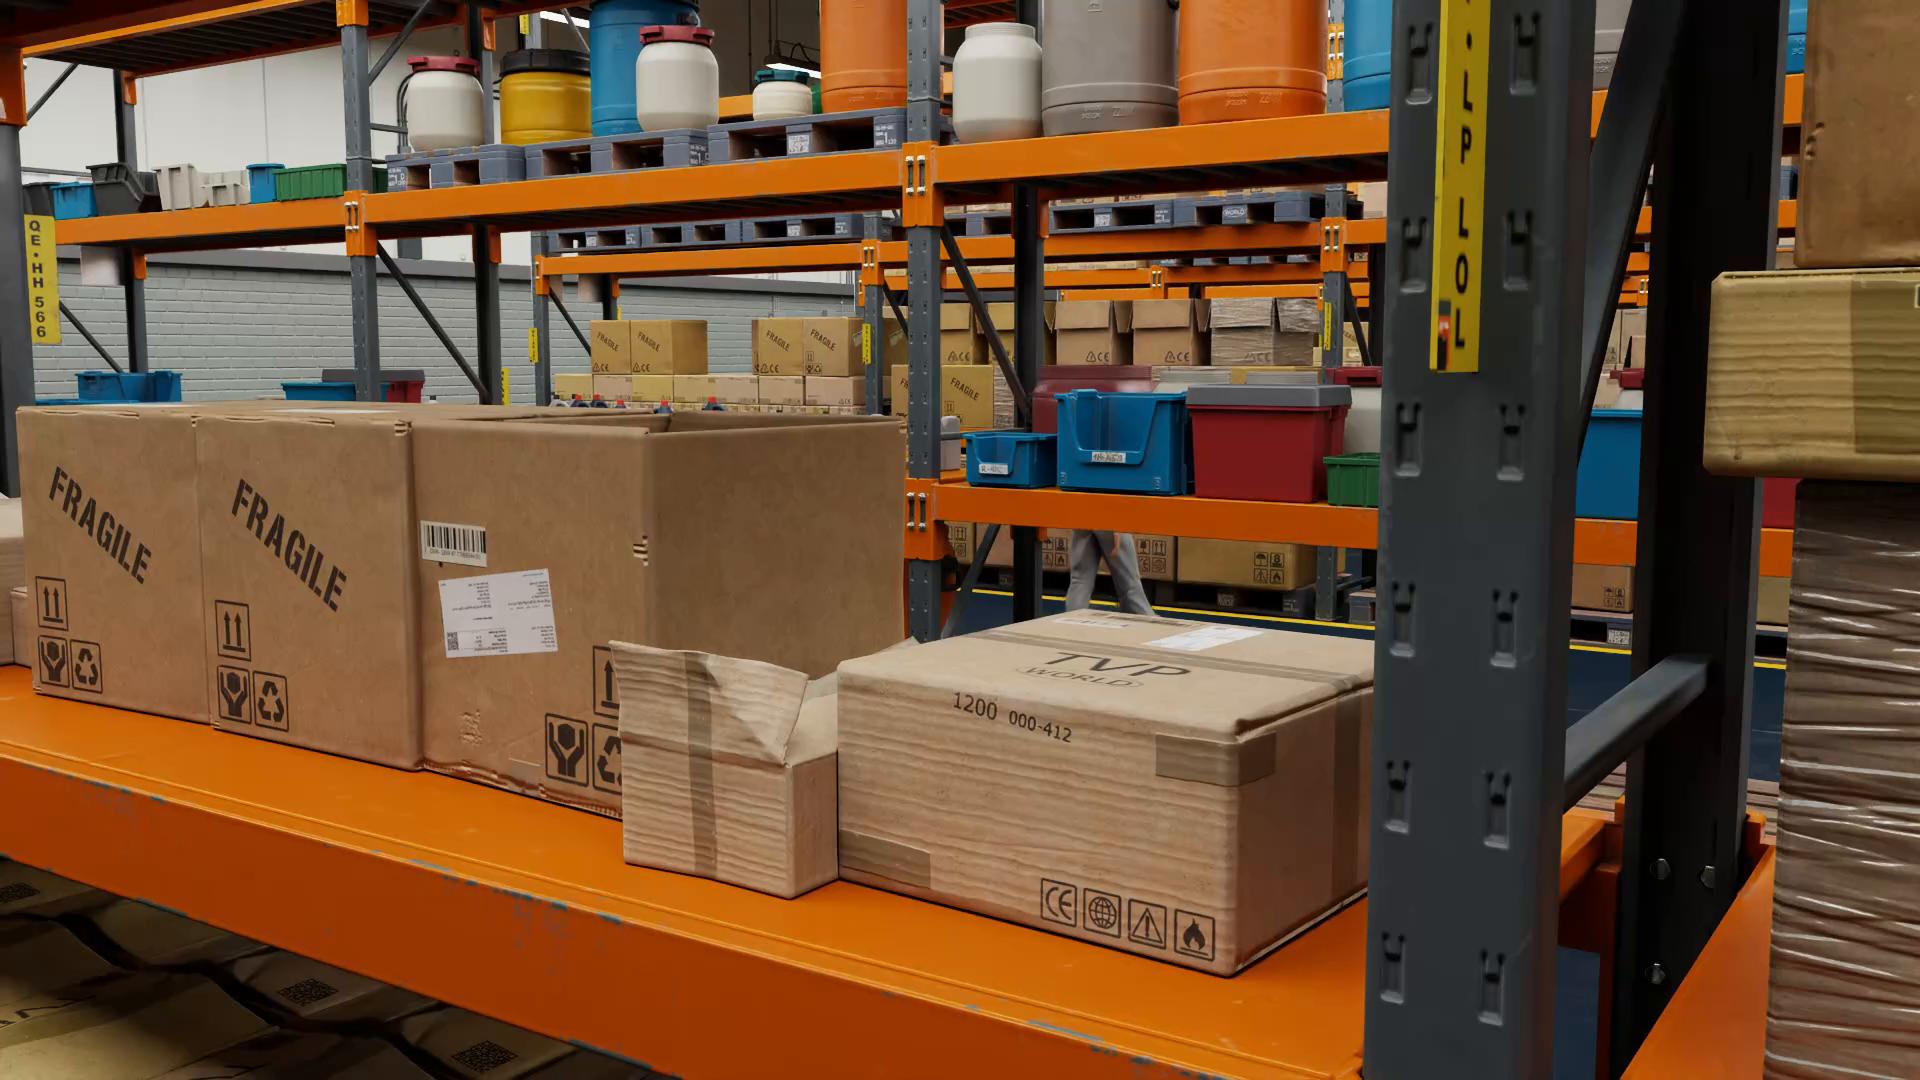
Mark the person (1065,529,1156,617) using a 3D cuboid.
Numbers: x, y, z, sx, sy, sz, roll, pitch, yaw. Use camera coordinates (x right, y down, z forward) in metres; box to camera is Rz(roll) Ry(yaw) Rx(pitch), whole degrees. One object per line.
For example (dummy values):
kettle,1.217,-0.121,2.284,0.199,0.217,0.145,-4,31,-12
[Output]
person,0.922,-0.081,10.125,0.450,1.630,0.939,5,8,38
